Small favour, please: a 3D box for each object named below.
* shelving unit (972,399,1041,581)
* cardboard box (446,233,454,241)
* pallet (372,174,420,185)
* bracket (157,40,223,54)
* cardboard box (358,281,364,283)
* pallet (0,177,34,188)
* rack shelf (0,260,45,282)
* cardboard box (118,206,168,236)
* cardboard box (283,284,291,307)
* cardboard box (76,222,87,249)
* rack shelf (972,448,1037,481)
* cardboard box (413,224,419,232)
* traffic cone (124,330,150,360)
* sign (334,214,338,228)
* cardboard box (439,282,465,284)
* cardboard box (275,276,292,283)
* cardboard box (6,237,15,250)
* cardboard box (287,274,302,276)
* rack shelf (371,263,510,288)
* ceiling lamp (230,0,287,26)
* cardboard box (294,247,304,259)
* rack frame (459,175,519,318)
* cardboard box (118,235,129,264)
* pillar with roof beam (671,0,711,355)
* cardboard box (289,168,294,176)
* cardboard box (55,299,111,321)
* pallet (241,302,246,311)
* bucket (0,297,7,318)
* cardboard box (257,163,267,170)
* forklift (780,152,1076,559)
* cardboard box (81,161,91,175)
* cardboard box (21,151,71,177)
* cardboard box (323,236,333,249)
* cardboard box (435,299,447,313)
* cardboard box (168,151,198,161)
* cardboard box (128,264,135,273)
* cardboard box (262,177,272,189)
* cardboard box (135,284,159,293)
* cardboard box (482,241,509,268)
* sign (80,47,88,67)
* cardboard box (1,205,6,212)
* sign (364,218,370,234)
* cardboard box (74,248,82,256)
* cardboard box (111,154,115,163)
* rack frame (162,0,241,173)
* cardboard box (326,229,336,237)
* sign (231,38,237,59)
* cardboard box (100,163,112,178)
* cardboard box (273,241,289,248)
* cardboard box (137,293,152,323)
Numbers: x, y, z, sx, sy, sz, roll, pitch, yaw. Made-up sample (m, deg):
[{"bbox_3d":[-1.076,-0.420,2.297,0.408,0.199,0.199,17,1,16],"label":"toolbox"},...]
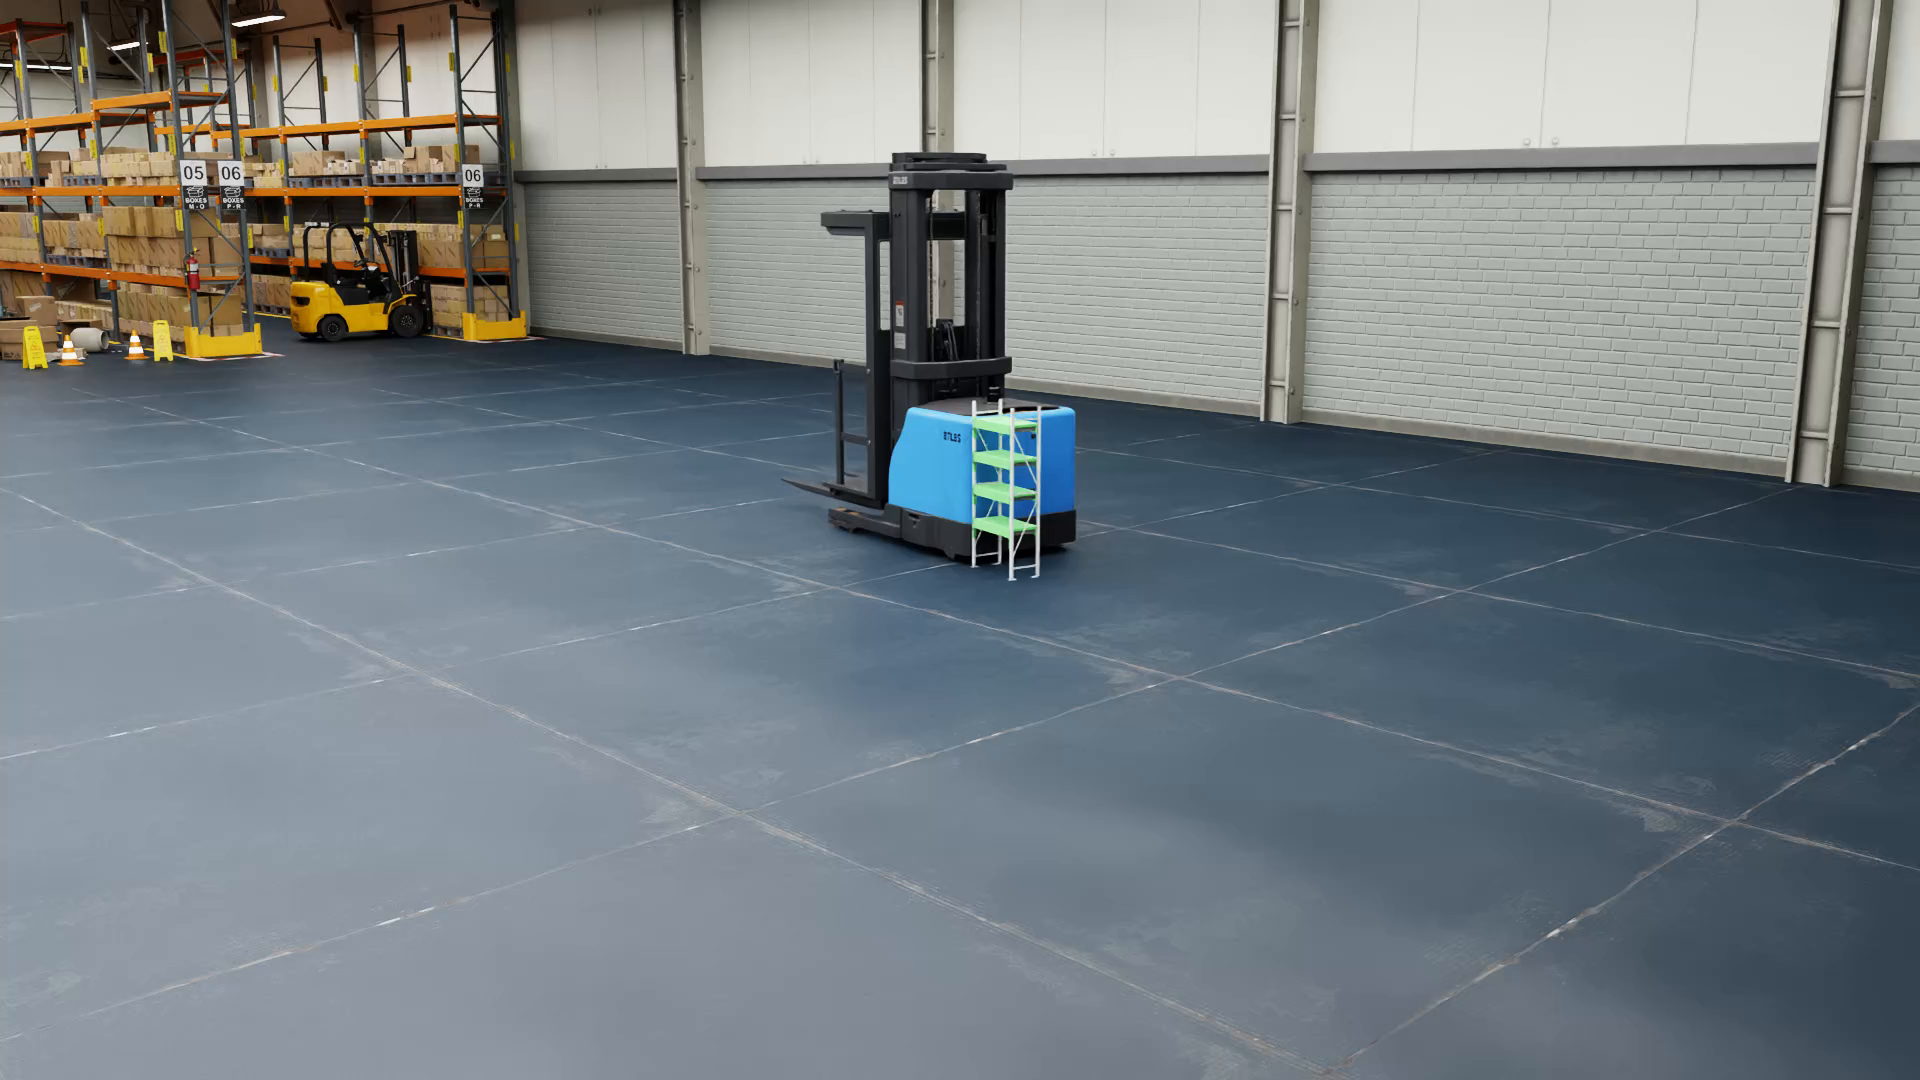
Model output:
[{"bbox_3d":[0.322,-0.359,11.681,0.258,1.200,0.503,-7,14,-31],"label":"shelving unit"},{"bbox_3d":[-9.426,-5.692,31.252,0.380,0.149,0.250,-11,16,-42],"label":"cardboard box"},{"bbox_3d":[-10.941,-7.170,33.064,1.003,0.211,1.213,-11,16,-43],"label":"pallet"},{"bbox_3d":[-19.225,-12.348,41.624,0.076,0.066,4.783,-11,16,-43],"label":"bracket"},{"bbox_3d":[-12.968,-5.206,35.589,0.625,0.625,0.875,11,16,43],"label":"cardboard box"},{"bbox_3d":[-19.156,-7.382,34.344,1.003,0.211,1.213,-10,15,-40],"label":"pallet"},{"bbox_3d":[-19.279,-5.696,34.907,1.077,0.370,4.000,-11,16,-43],"label":"rack shelf"},{"bbox_3d":[-14.325,-5.608,29.234,0.700,0.500,0.500,-11,16,-44],"label":"cardboard box"},{"bbox_3d":[-14.758,-5.462,37.141,0.500,0.500,0.500,-10,15,-41],"label":"cardboard box"},{"bbox_3d":[-16.316,-5.757,31.394,0.500,0.500,0.500,-10,15,-41],"label":"cardboard box"},{"bbox_3d":[0.322,-0.532,11.645,0.258,0.148,0.480,-7,14,-31],"label":"rack shelf"},{"bbox_3d":[-10.411,-6.078,32.388,0.380,0.149,0.250,-11,16,-42],"label":"cardboard box"},{"bbox_3d":[-13.603,-3.229,27.439,0.336,0.463,0.334,-11,16,-43],"label":"traffic cone"},{"bbox_3d":[-13.912,-7.093,37.038,0.100,0.325,0.005,-11,16,-43],"label":"sign"},{"bbox_3d":[-10.015,-4.949,32.794,0.500,0.250,0.500,-11,16,-44],"label":"cardboard box"},{"bbox_3d":[-15.196,-5.864,37.489,0.250,0.149,0.380,11,16,43],"label":"cardboard box"},{"bbox_3d":[-19.500,-6.185,34.631,0.500,0.250,0.500,11,16,43],"label":"cardboard box"},{"bbox_3d":[-15.377,-6.048,38.382,0.380,0.149,0.250,-11,16,-42],"label":"cardboard box"},{"bbox_3d":[-10.167,-5.221,32.600,1.077,0.370,4.000,-11,16,-43],"label":"rack shelf"},{"bbox_3d":[-13.042,-11.336,31.165,0.800,3.185,2.000,-11,16,-43],"label":"ceiling lamp"},{"bbox_3d":[-14.181,-6.276,36.313,0.500,0.250,0.500,-11,16,-42],"label":"cardboard box"},{"bbox_3d":[-8.786,-5.281,31.110,1.000,3.000,0.127,-11,16,-43],"label":"rack frame"},{"bbox_3d":[-14.670,-5.194,29.704,0.500,0.500,0.500,-11,16,-43],"label":"cardboard box"},{"bbox_3d":[-7.585,-6.971,24.446,9.100,9.000,0.400,-11,16,-43],"label":"pillar with roof beam"},{"bbox_3d":[-14.290,-7.965,35.993,0.380,0.166,0.250,-11,16,-43],"label":"cardboard box"},{"bbox_3d":[-17.515,-4.591,33.233,0.625,0.372,0.950,10,16,41],"label":"cardboard box"},{"bbox_3d":[-16.484,-5.553,39.342,1.003,0.211,1.213,-11,16,-43],"label":"pallet"},{"bbox_3d":[-16.885,-3.911,28.804,0.726,0.611,0.620,-5,3,-23],"label":"bucket"},{"bbox_3d":[-15.482,-8.347,37.205,0.380,0.149,0.250,-11,16,-44],"label":"cardboard box"},{"bbox_3d":[-0.400,-1.546,13.153,1.130,2.935,3.031,-8,14,-35],"label":"forklift"},{"bbox_3d":[-15.990,-6.913,30.932,0.500,0.250,0.500,-11,16,-42],"label":"cardboard box"},{"bbox_3d":[-18.268,-7.516,33.227,0.637,0.503,0.797,11,16,42],"label":"cardboard box"},{"bbox_3d":[-13.117,-6.298,35.179,0.500,0.250,0.500,-11,16,-42],"label":"cardboard box"},{"bbox_3d":[-9.687,-4.487,31.791,0.500,0.250,0.500,-11,16,-43],"label":"cardboard box"},{"bbox_3d":[-12.821,-6.334,27.433,0.380,0.149,0.250,-11,16,-42],"label":"cardboard box"},{"bbox_3d":[-14.587,-4.854,29.659,0.380,0.149,0.250,-10,15,-41],"label":"cardboard box"},{"bbox_3d":[-15.188,-7.959,37.045,0.500,0.250,0.500,-11,16,-42],"label":"cardboard box"},{"bbox_3d":[-14.336,-4.452,29.397,0.380,0.149,0.250,-10,15,-39],"label":"cardboard box"},{"bbox_3d":[-8.927,-5.441,31.639,0.500,0.500,0.500,-10,15,-41],"label":"cardboard box"},{"bbox_3d":[-15.533,-8.568,29.489,0.100,0.325,0.005,-11,16,-43],"label":"sign"},{"bbox_3d":[-20.879,-7.314,36.644,0.380,0.149,0.250,-11,16,-42],"label":"cardboard box"},{"bbox_3d":[-11.934,-6.316,33.461,0.100,0.325,0.005,-11,16,-43],"label":"sign"},{"bbox_3d":[-16.727,-5.523,31.867,0.380,0.149,0.250,-10,15,-41],"label":"cardboard box"},{"bbox_3d":[-14.778,-6.744,29.425,0.250,0.149,0.380,11,16,43],"label":"cardboard box"},{"bbox_3d":[-12.374,-7.527,27.145,1.000,3.000,0.127,-11,16,-43],"label":"rack frame"},{"bbox_3d":[-13.088,-6.461,34.981,0.250,0.149,0.380,11,16,44],"label":"cardboard box"},{"bbox_3d":[-11.981,-8.099,27.410,0.100,0.325,0.005,-11,16,-43],"label":"sign"},{"bbox_3d":[-15.030,-6.612,29.770,0.500,0.250,0.500,-11,16,-44],"label":"cardboard box"},{"bbox_3d":[-15.042,-6.574,36.966,0.380,0.149,0.250,-11,16,-42],"label":"cardboard box"},{"bbox_3d":[-14.189,-4.123,29.403,0.500,0.500,0.500,-10,15,-40],"label":"cardboard box"}]
